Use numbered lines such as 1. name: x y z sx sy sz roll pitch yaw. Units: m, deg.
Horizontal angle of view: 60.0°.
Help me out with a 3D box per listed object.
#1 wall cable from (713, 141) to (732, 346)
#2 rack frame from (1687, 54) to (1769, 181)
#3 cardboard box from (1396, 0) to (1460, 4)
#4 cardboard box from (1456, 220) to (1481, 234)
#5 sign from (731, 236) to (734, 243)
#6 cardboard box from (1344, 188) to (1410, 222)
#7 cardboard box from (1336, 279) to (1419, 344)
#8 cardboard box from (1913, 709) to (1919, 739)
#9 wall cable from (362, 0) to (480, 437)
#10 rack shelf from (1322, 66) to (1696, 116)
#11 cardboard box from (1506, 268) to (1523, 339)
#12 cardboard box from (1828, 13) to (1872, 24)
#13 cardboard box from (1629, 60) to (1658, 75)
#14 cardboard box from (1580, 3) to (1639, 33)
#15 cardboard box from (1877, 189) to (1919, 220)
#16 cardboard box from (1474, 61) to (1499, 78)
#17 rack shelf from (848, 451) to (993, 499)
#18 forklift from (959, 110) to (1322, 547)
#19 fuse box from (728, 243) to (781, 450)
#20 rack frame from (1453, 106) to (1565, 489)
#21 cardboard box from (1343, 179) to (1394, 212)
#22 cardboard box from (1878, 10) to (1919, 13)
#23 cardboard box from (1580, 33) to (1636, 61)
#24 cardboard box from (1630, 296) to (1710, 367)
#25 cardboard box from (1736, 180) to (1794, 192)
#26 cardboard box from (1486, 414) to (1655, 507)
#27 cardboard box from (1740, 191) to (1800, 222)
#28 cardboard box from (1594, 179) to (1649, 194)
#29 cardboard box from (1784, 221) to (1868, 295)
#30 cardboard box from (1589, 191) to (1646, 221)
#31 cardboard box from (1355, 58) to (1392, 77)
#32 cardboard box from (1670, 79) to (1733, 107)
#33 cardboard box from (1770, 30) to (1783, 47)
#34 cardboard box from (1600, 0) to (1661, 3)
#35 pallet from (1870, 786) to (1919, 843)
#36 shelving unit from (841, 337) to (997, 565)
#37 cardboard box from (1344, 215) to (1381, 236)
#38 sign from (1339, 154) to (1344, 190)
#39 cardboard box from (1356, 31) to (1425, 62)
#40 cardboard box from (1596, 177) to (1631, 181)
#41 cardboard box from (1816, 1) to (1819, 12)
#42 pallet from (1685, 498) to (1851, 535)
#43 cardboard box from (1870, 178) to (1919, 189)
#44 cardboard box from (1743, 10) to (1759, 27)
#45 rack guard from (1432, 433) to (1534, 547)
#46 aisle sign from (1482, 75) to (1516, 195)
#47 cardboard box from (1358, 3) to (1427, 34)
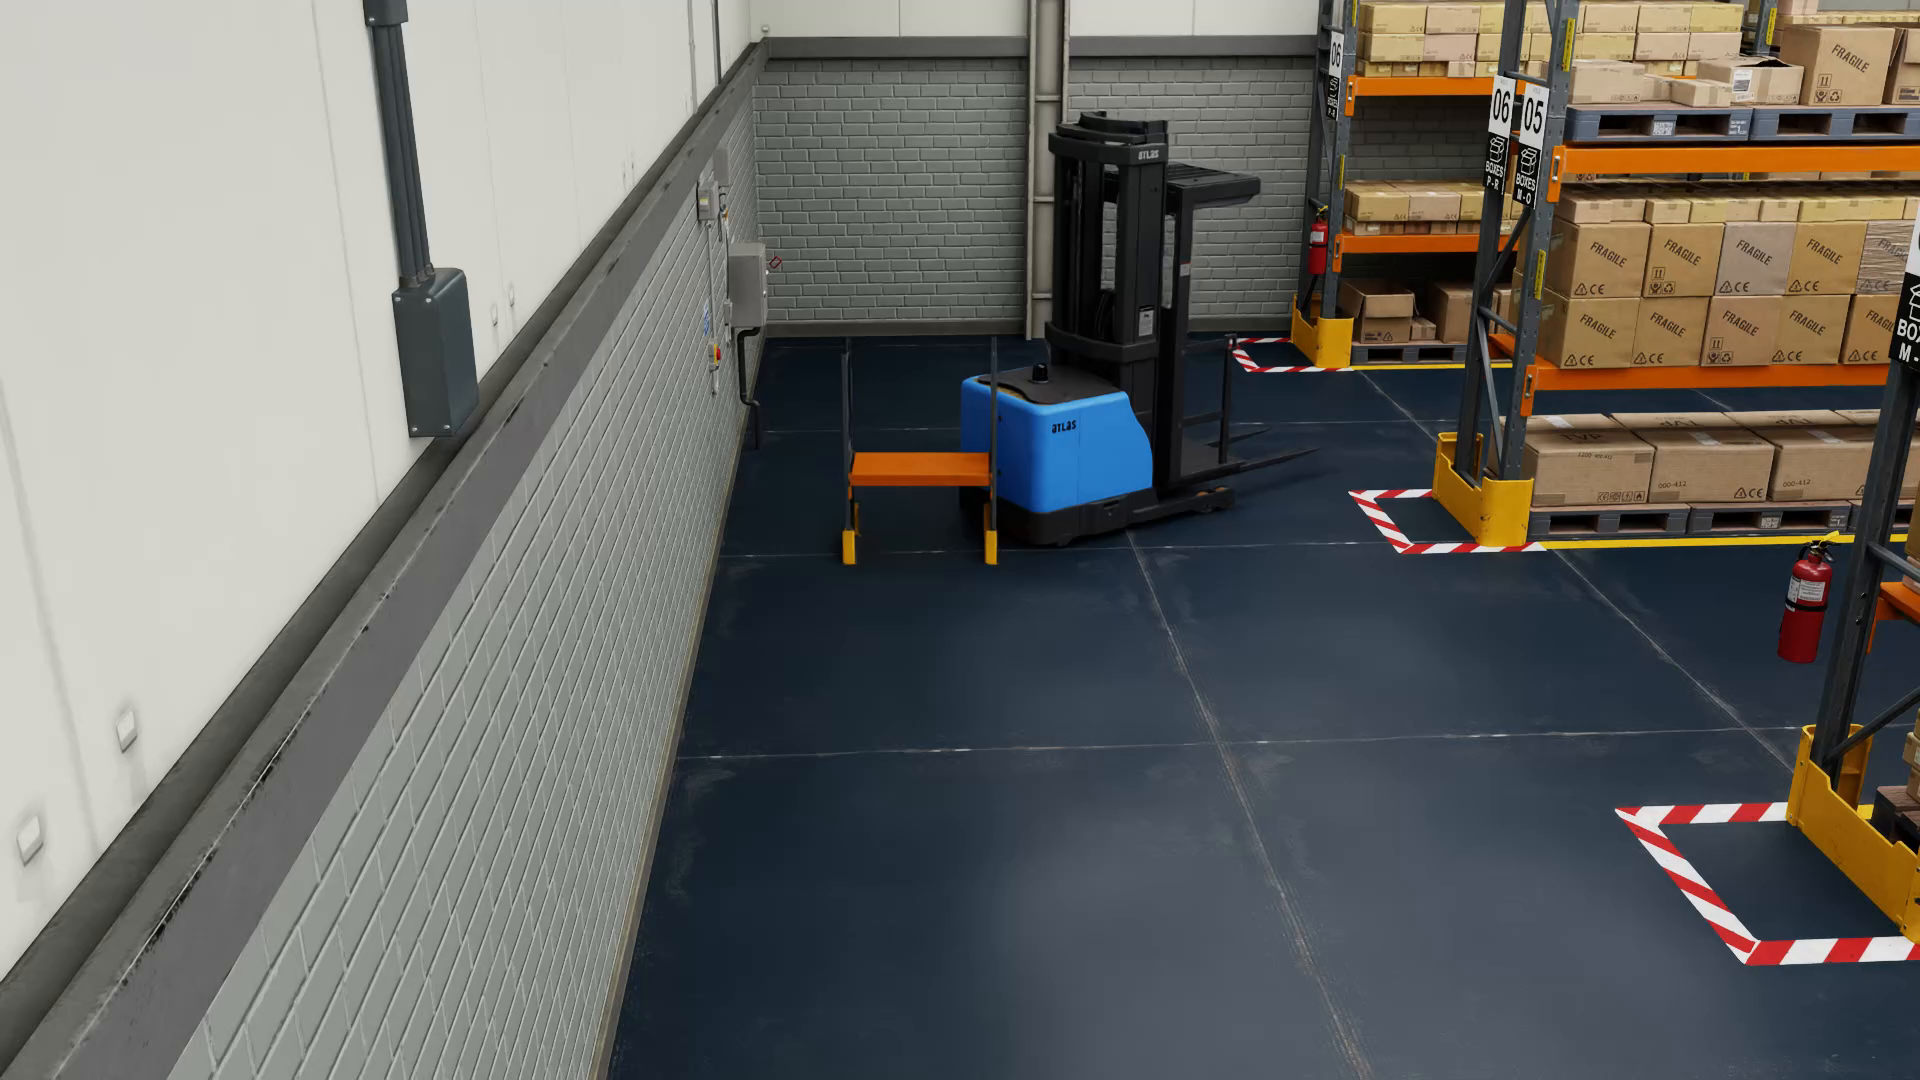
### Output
1. wall cable: -1.801 -2.416 12.823 0.122 1.984 0.588 -1 21 -3
2. rack frame: 7.626 -3.405 16.848 0.127 3.000 1.000 -1 21 -3
3. cardboard box: 4.580 -5.147 16.297 0.500 0.250 0.500 -2 21 -5
4. cardboard box: 5.009 -3.146 16.520 0.250 0.149 0.380 -1 21 -2
5. sign: -1.918 -2.314 14.116 0.001 0.494 0.329 -1 21 -3
6. cardboard box: 4.101 -3.306 16.382 0.500 0.250 0.500 -1 21 -3
7. cardboard box: 4.249 -2.332 16.949 0.637 0.503 0.797 -2 21 -5
8. cardboard box: 4.817 0.953 7.982 0.250 0.149 0.380 -1 21 -2
9. wall cable: -1.357 -3.457 4.032 0.120 5.999 2.277 -1 21 -3
10. rack shelf: 5.629 -4.430 16.336 4.000 0.370 1.077 -1 21 -3
11. cardboard box: 4.386 -1.711 12.259 0.500 0.500 0.500 -1 21 -3
12. cardboard box: 8.467 -4.942 15.875 0.250 0.149 0.380 -2 21 -4
13. cardboard box: 6.525 -4.568 16.039 0.250 0.149 0.380 -1 21 -3
14. cardboard box: 6.123 -4.993 15.894 0.500 0.250 0.500 -1 21 -2
15. cardboard box: 6.605 -2.342 11.599 0.250 0.149 0.380 -1 21 -3
16. cardboard box: 4.997 -4.522 15.920 0.250 0.149 0.380 -1 21 -3
17. rack shelf: -0.273 -0.463 11.734 1.000 0.185 0.538 0 21 0
18. forklift: 1.500 -1.710 12.492 3.031 2.935 1.130 -14 25 -32
19. fuse box: -1.683 -1.585 13.878 0.414 1.711 0.539 -1 21 -3
20. rack frame: 3.920 -1.561 12.004 0.127 3.000 1.000 -1 21 -3
21. cardboard box: 4.077 -3.496 16.881 0.500 0.250 0.500 -1 21 -1
22. cardboard box: 9.212 -5.127 16.360 0.250 0.149 0.380 -1 21 -3
23. cardboard box: 6.128 -4.756 15.975 0.500 0.250 0.500 -1 21 -2
24. cardboard box: 4.919 -1.535 11.797 0.500 0.500 0.500 -1 21 -4
25. cardboard box: 5.801 -2.500 12.015 0.250 0.149 0.380 0 21 -1
26. cardboard box: 4.573 -0.608 12.514 0.875 0.438 0.875 -2 21 -5
27. cardboard box: 5.586 -2.308 11.509 0.250 0.149 0.380 -1 21 -3
28. cardboard box: 4.772 -2.505 12.027 0.250 0.149 0.380 -1 21 -4
29. cardboard box: 5.942 -2.020 11.664 0.500 0.500 0.500 -1 21 -3
30. cardboard box: 4.548 -2.317 11.534 0.250 0.149 0.380 -1 21 -2
31. cardboard box: 3.964 -4.532 15.946 0.250 0.149 0.380 -1 21 -2
32. cardboard box: 5.019 -3.028 11.266 0.250 0.149 0.380 0 21 -1
33. cardboard box: 7.947 -4.797 15.912 0.250 0.149 0.380 -1 21 -2
34. cardboard box: 6.599 -5.184 16.396 0.500 0.250 0.500 -2 21 -5
35. pallet: 5.192 1.494 7.901 1.213 0.211 1.003 -1 21 -3
36. shelving unit: -0.282 -0.631 11.670 1.083 1.500 0.587 0 21 0
37. cardboard box: 3.977 -3.115 16.441 0.250 0.149 0.380 -1 21 -3
38. sign: 3.664 -3.535 15.975 0.005 0.325 0.100 -1 21 -3
39. cardboard box: 4.091 -4.706 15.844 0.500 0.250 0.500 -1 21 -4
40. cardboard box: 6.616 -3.547 17.015 0.500 0.250 0.500 -1 21 -4
41. cardboard box: 8.190 -5.313 16.266 0.258 0.266 0.396 -1 21 -3
42. pallet: 5.929 -0.325 12.678 1.213 0.211 1.003 -1 21 -3
43. cardboard box: 6.824 -2.530 12.094 0.250 0.149 0.380 -1 21 -3
44. cardboard box: 7.919 -5.119 16.339 0.250 0.149 0.380 -1 21 -4
45. rack guard: 3.896 -0.392 12.448 0.348 0.500 1.175 -1 21 -3
46. aisle sign: 3.830 -2.884 11.827 0.004 0.787 0.394 -1 21 -3
47. cardboard box: 4.090 -4.948 15.776 0.500 0.250 0.500 -1 21 -4
